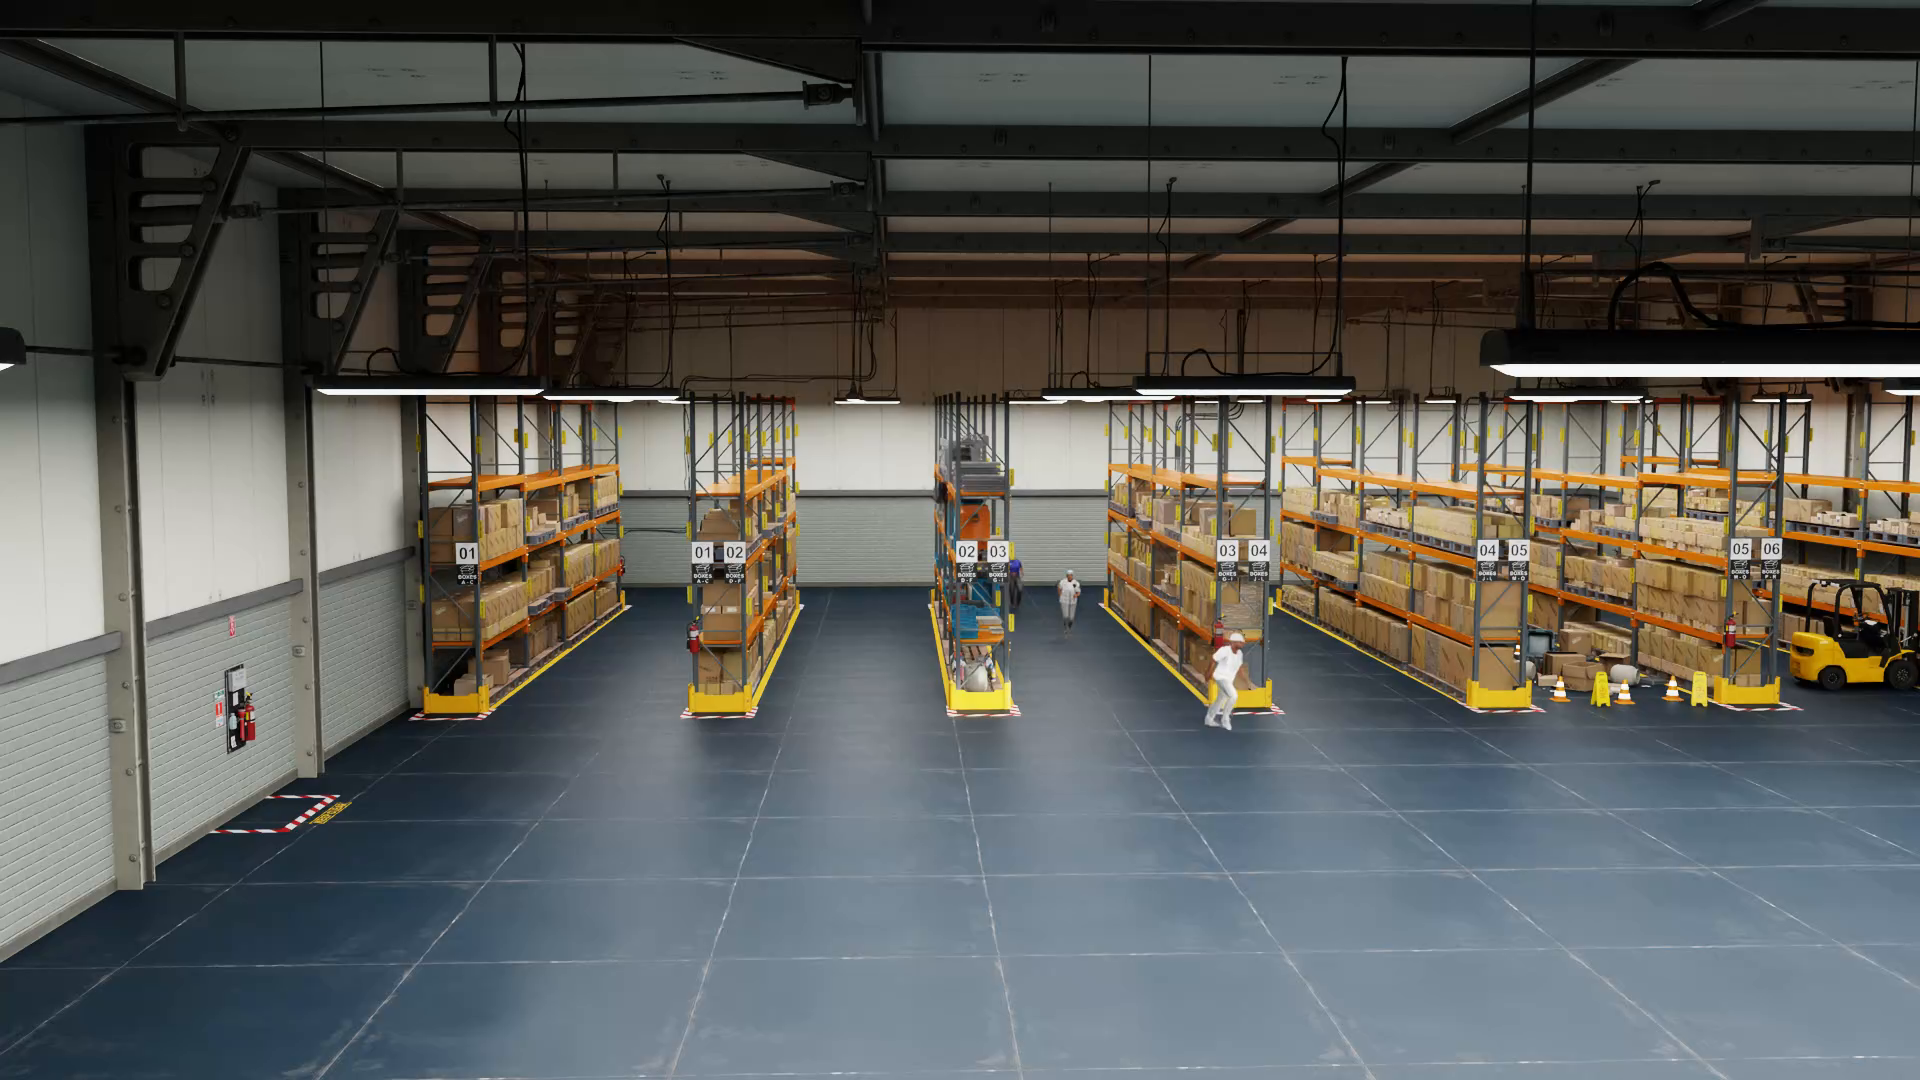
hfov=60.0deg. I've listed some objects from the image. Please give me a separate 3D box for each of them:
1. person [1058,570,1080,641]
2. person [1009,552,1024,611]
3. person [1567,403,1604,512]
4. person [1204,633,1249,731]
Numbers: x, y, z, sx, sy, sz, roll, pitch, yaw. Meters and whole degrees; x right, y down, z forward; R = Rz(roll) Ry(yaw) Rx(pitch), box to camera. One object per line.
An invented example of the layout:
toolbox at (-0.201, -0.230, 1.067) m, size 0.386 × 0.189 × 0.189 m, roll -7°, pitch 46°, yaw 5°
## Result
person at (2.616, 1.543, 39.783) m, size 0.505 × 1.685 × 0.800 m, roll -1°, pitch 5°, yaw -9°
person at (1.508, 1.164, 46.905) m, size 0.614 × 1.716 × 0.631 m, roll -2°, pitch 5°, yaw -19°
person at (13.378, -0.513, 41.552) m, size 3.583 × 5.793 × 3.810 m, roll -1°, pitch 5°, yaw -9°
person at (4.755, 2.492, 29.658) m, size 0.777 × 1.698 × 0.614 m, roll 4°, pitch 6°, yaw 39°
